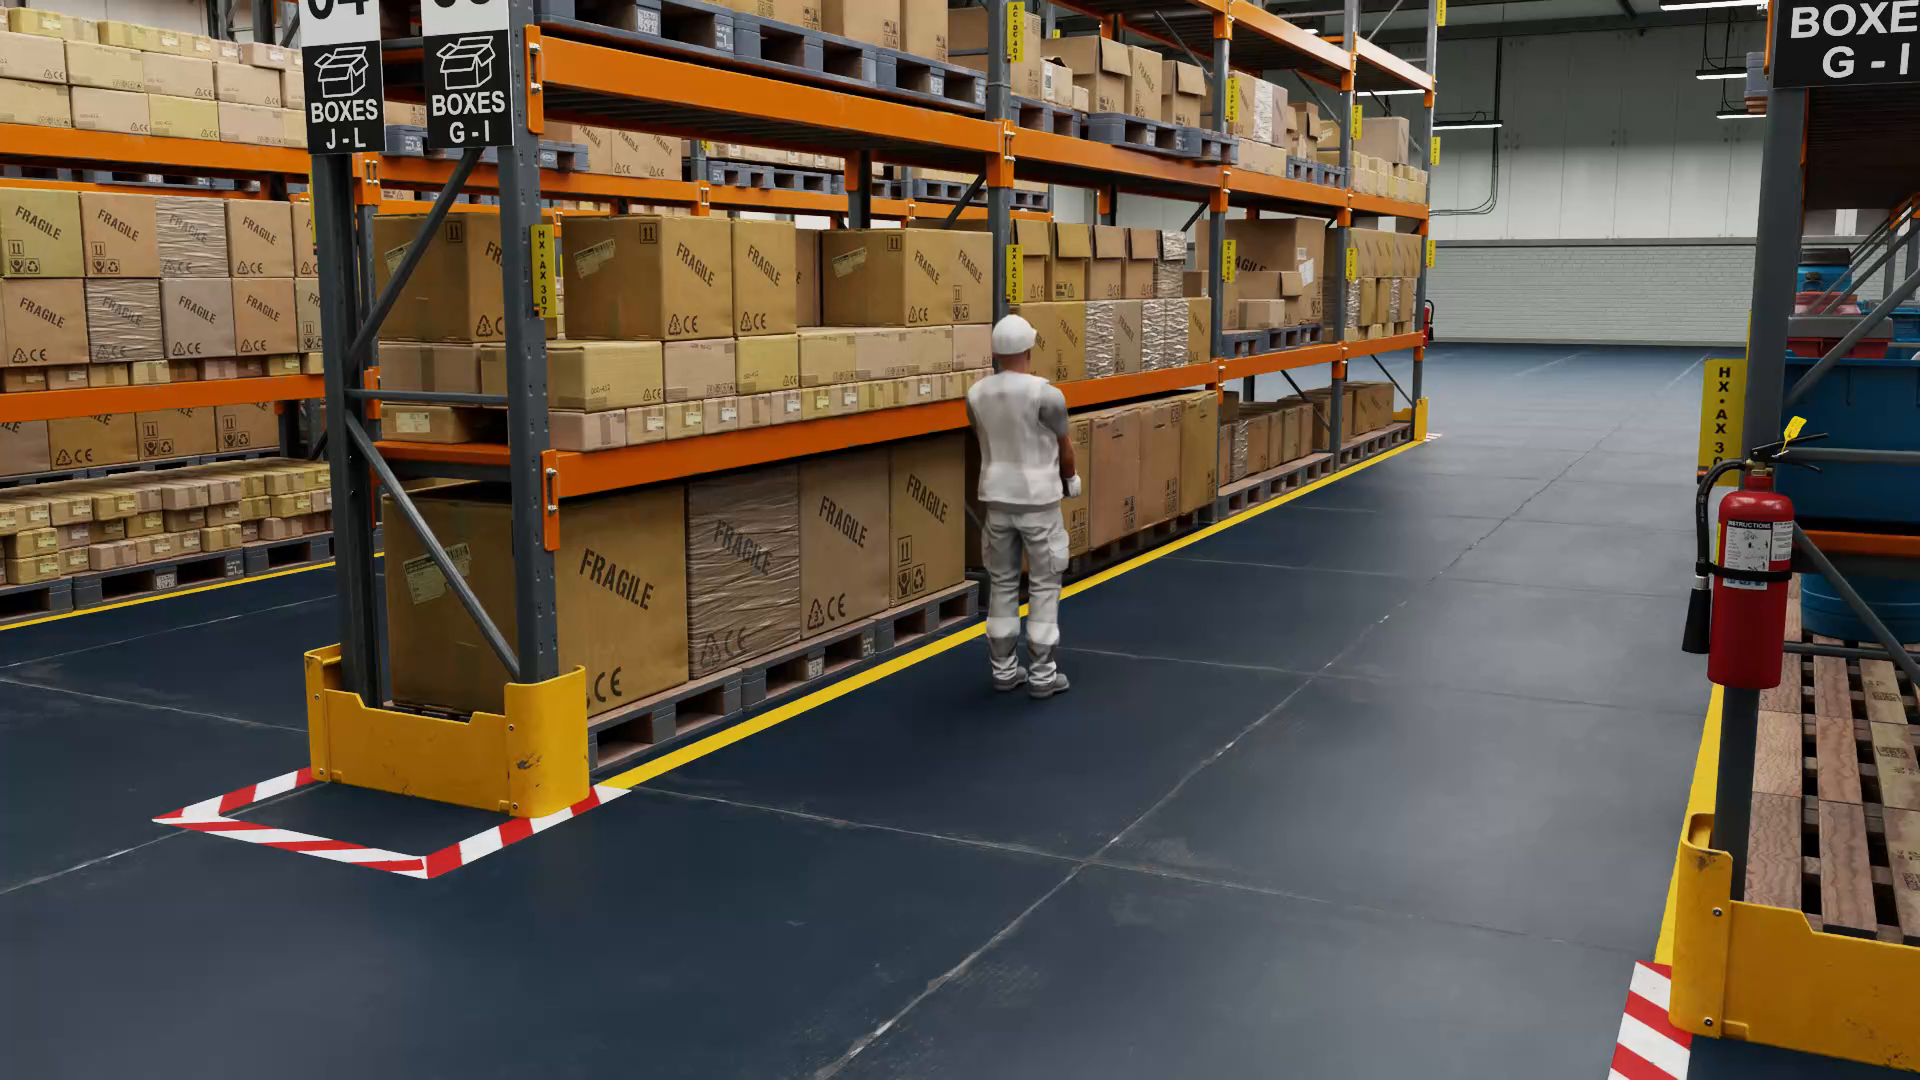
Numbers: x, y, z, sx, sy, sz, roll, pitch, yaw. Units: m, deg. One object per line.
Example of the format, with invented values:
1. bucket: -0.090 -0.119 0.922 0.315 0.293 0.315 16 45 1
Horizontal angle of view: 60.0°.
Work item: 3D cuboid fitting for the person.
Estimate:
1. person: 0.325 -0.170 7.873 0.487 1.786 0.560 4 10 26
